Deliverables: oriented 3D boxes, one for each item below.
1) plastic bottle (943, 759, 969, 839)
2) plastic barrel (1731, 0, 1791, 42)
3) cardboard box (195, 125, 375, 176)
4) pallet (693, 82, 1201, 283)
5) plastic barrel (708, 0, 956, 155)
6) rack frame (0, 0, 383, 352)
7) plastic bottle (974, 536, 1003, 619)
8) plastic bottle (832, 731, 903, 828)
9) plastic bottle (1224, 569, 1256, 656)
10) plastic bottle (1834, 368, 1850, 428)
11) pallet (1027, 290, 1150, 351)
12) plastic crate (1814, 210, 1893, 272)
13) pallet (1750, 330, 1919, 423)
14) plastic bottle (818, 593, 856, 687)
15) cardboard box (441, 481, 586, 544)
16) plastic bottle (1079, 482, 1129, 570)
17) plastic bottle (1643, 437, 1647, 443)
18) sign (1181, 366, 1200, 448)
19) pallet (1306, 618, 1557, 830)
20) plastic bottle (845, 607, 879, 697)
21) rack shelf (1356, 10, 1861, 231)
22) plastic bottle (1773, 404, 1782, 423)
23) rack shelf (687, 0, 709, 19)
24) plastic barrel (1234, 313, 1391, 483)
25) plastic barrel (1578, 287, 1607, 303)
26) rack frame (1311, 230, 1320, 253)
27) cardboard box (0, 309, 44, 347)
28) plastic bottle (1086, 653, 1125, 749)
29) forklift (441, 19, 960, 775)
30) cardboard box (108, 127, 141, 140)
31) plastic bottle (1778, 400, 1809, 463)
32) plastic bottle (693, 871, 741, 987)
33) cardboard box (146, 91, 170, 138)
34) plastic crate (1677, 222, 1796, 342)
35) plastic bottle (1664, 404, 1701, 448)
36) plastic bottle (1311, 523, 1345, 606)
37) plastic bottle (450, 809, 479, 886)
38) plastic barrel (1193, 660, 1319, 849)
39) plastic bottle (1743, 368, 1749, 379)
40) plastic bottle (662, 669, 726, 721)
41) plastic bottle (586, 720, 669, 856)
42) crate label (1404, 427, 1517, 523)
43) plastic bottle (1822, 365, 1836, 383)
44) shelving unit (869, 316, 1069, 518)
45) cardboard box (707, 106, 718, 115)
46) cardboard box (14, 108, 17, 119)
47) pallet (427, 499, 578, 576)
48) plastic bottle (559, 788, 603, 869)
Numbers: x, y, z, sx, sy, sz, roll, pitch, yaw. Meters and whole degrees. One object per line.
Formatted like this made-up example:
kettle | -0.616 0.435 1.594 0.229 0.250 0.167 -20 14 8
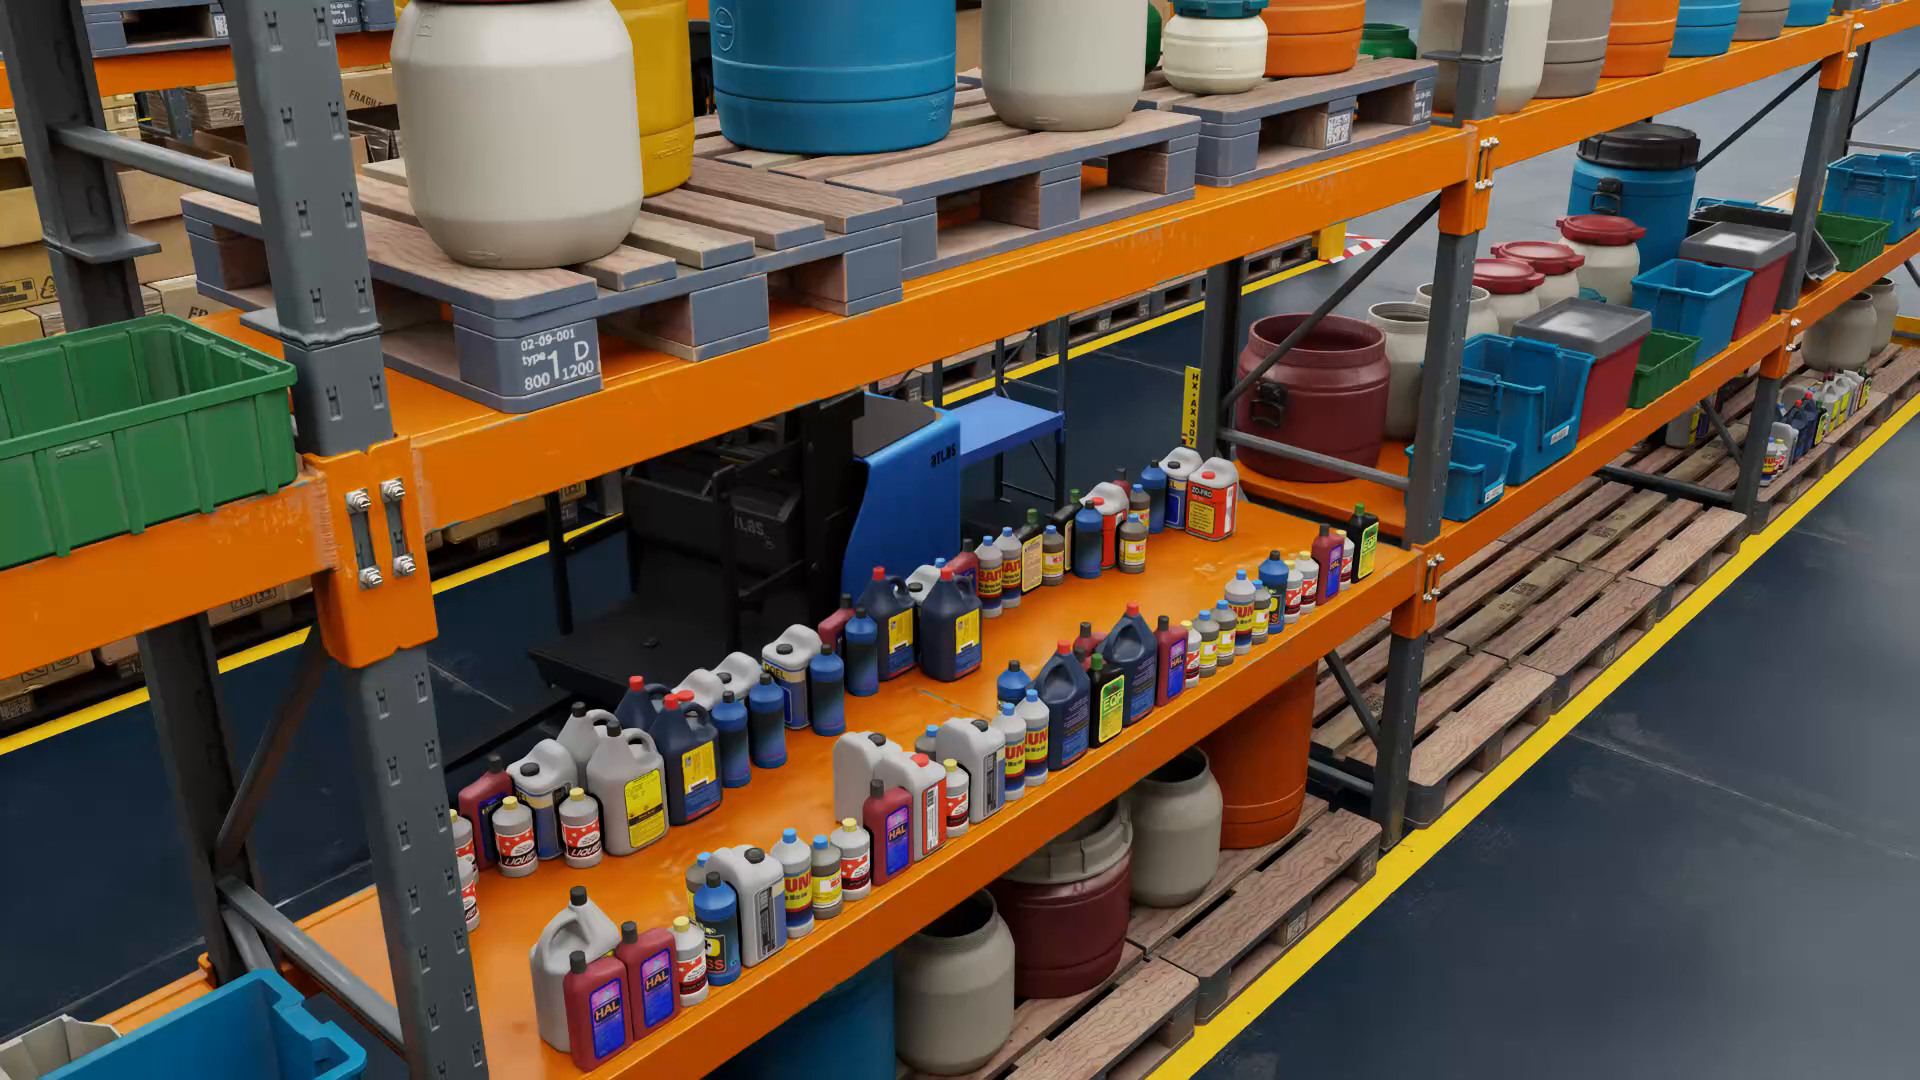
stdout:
plastic bottle | -0.026 0.667 4.339 0.097 0.201 0.097 0 24 0
plastic barrel | 3.391 -2.698 7.322 0.600 0.901 0.600 0 24 0
cardboard box | -3.290 -1.735 8.105 0.797 0.503 0.637 21 32 39
pallet | -0.129 -0.971 4.314 1.003 0.211 1.213 20 31 38
plastic barrel | -0.309 -1.428 3.975 0.600 0.901 0.708 20 31 38
rack frame | -1.334 -1.814 2.297 1.000 3.000 0.127 20 31 38
plastic bottle | 0.092 0.116 5.482 0.097 0.271 0.097 0 24 0
plastic bottle | -0.237 0.619 4.354 0.152 0.276 0.135 20 31 38
plastic bottle | 0.879 0.222 5.246 0.097 0.271 0.097 0 24 0
plastic bottle | 5.387 -0.883 10.252 0.144 0.351 0.185 22 32 40
pallet | 0.739 -1.809 13.026 1.003 0.211 1.213 20 31 38
plastic crate | 5.122 -1.754 9.755 0.450 0.188 0.662 20 31 38
pallet | 6.113 -1.178 11.620 1.003 0.211 1.213 20 31 38
plastic bottle | -0.366 0.308 5.038 0.061 0.283 0.133 20 31 38
cardboard box | -2.829 -0.666 9.152 1.225 0.875 0.875 18 30 35
plastic bottle | 0.497 -0.054 5.857 0.152 0.276 0.135 20 31 38
plastic bottle | 4.081 -0.712 9.954 0.061 0.283 0.133 22 32 40
sign | 0.921 -0.518 6.540 0.100 0.325 0.005 20 31 38
pallet | 1.882 0.751 7.316 1.003 0.211 1.213 20 31 38
plastic bottle | -0.295 0.330 5.005 0.097 0.271 0.097 0 24 0
rack shelf | 2.671 -1.945 7.135 1.077 0.370 4.000 20 31 38
plastic bottle | 4.746 -0.678 9.796 0.144 0.351 0.185 20 31 38
rack shelf | -1.018 -3.298 10.152 1.077 0.370 4.000 20 31 38
plastic barrel | 1.420 -0.582 6.715 0.600 0.536 0.708 20 31 38
plastic barrel | 3.008 -1.090 8.183 0.301 0.262 0.301 0 24 0
rack frame | 2.987 -4.085 14.695 1.000 3.000 0.127 20 31 38
cardboard box | -4.194 -0.700 7.023 0.500 0.500 0.500 20 31 38
plastic bottle | 0.408 0.443 4.739 0.061 0.283 0.133 20 31 38
forklift | -1.204 -0.575 6.949 1.130 2.935 3.031 15 28 30
cardboard box | -5.966 -2.834 11.699 0.380 0.149 0.250 21 31 38
plastic bottle | 4.853 -0.639 9.709 0.144 0.351 0.185 21 32 39
plastic bottle | -0.554 0.876 3.787 0.097 0.271 0.097 0 24 0
cardboard box | -5.878 -3.289 12.798 0.500 0.500 0.500 20 31 38
plastic crate | 3.910 -1.312 8.432 0.402 0.464 0.583 20 31 38
plastic bottle | 4.328 -0.742 9.938 0.144 0.351 0.185 20 31 38
plastic bottle | 1.229 0.068 5.575 0.061 0.283 0.133 20 31 38
plastic bottle | -1.255 0.763 4.126 0.097 0.201 0.097 0 24 0
plastic barrel | 1.022 0.657 6.258 0.600 0.830 0.708 20 31 38
plastic bottle | 5.233 -1.221 11.105 0.097 0.271 0.097 0 24 0
plastic bottle | -0.731 0.506 4.606 0.152 0.276 0.135 20 31 38
plastic bottle | -0.857 0.616 4.271 0.144 0.351 0.185 20 31 38
crate label | 1.896 -0.245 6.335 0.303 0.233 0.416 20 31 38
plastic bottle | 5.507 -0.975 10.540 0.061 0.283 0.133 20 31 38
shelving unit | 0.057 -0.710 9.001 0.538 1.500 1.048 20 31 38
cardboard box | -2.837 -3.646 15.800 0.875 0.875 0.875 21 31 38
cardboard box | -6.309 -2.951 11.233 0.380 0.149 0.250 21 32 39
pallet | -2.935 -0.156 9.340 1.003 0.211 1.213 20 31 38
plastic bottle | -0.962 0.723 4.215 0.097 0.201 0.097 0 24 0
